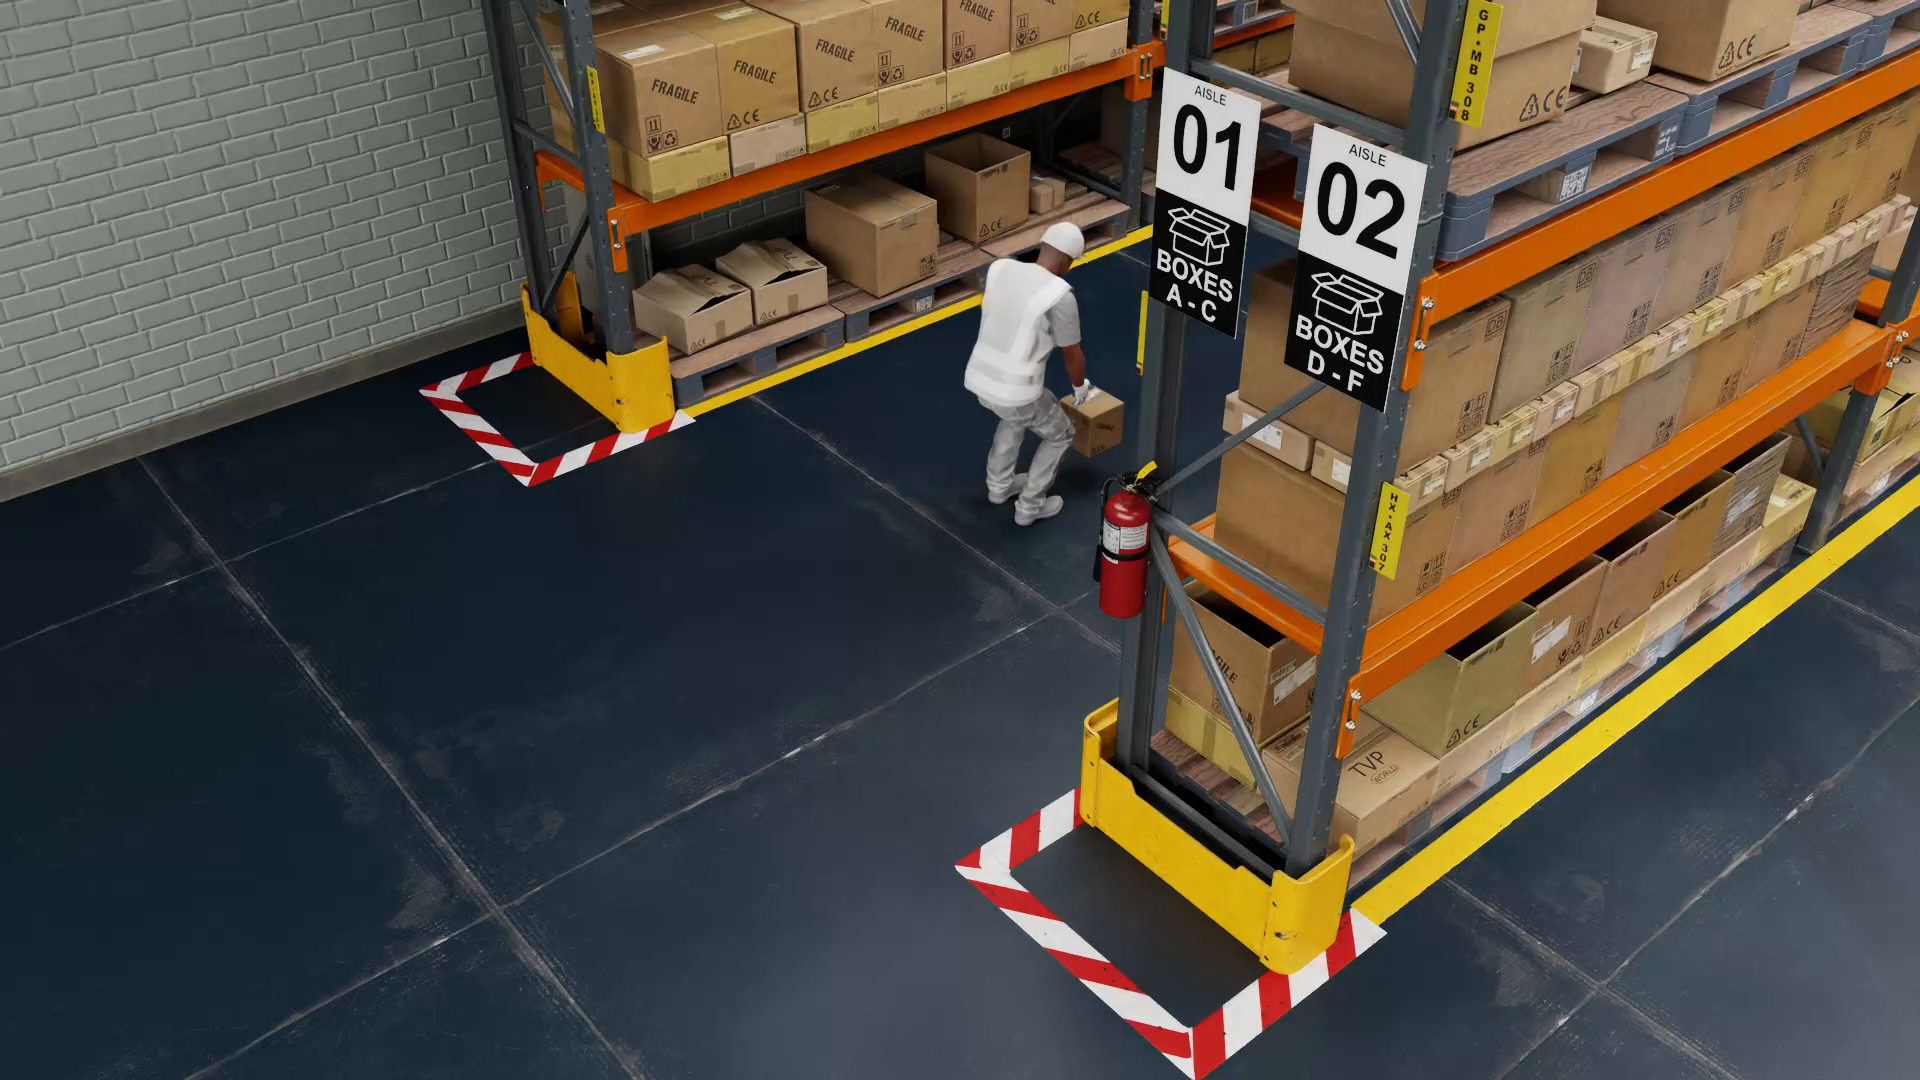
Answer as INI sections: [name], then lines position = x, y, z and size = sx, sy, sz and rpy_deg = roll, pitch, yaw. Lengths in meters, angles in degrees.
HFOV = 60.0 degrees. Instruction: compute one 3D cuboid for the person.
[person]
position = 0.336, -0.845, 8.465
size = 0.696, 1.526, 0.608
rpy_deg = -26, 43, -31
